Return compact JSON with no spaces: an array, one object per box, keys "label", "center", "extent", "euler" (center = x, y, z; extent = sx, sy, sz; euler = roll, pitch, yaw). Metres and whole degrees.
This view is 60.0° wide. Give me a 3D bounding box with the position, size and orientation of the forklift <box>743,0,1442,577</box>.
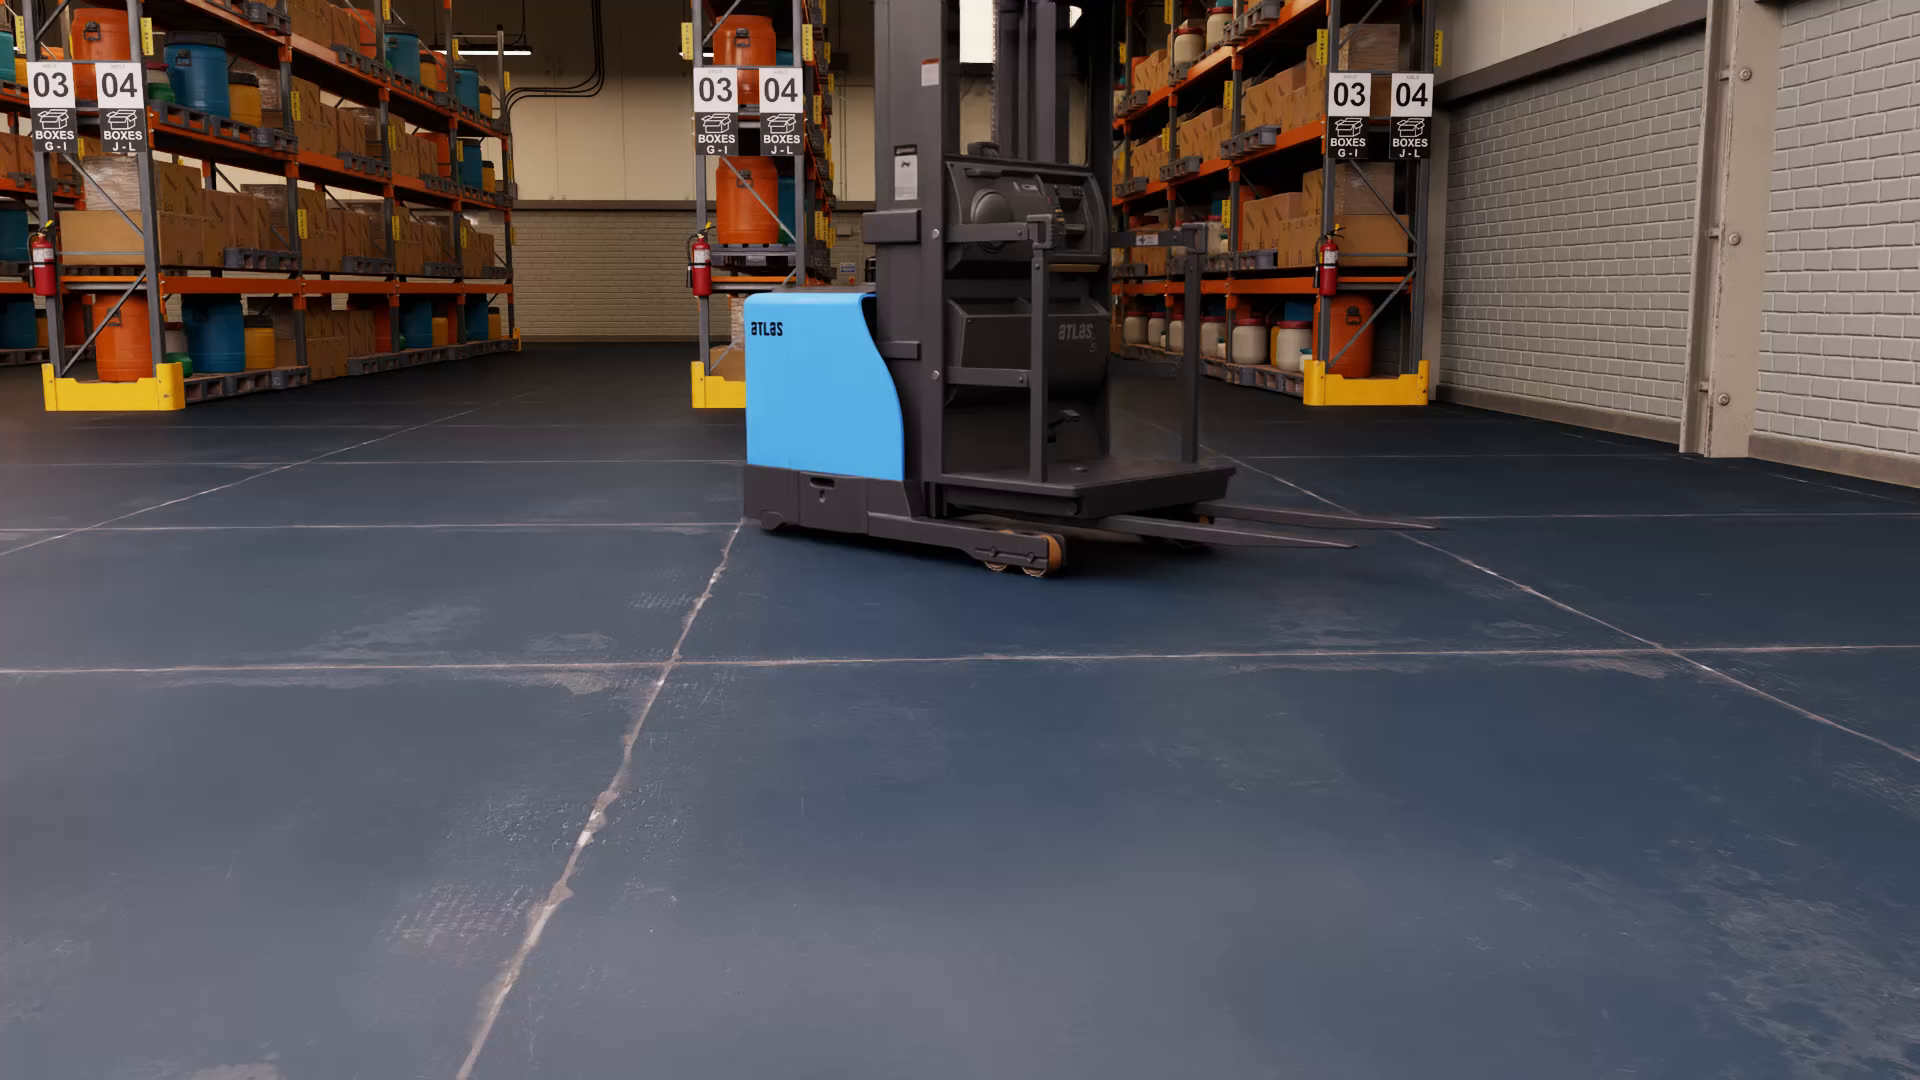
[{"label":"forklift","center":[0.442,-1.393,6.714],"extent":[3.031,2.935,1.130],"euler":[8,11,42]}]
